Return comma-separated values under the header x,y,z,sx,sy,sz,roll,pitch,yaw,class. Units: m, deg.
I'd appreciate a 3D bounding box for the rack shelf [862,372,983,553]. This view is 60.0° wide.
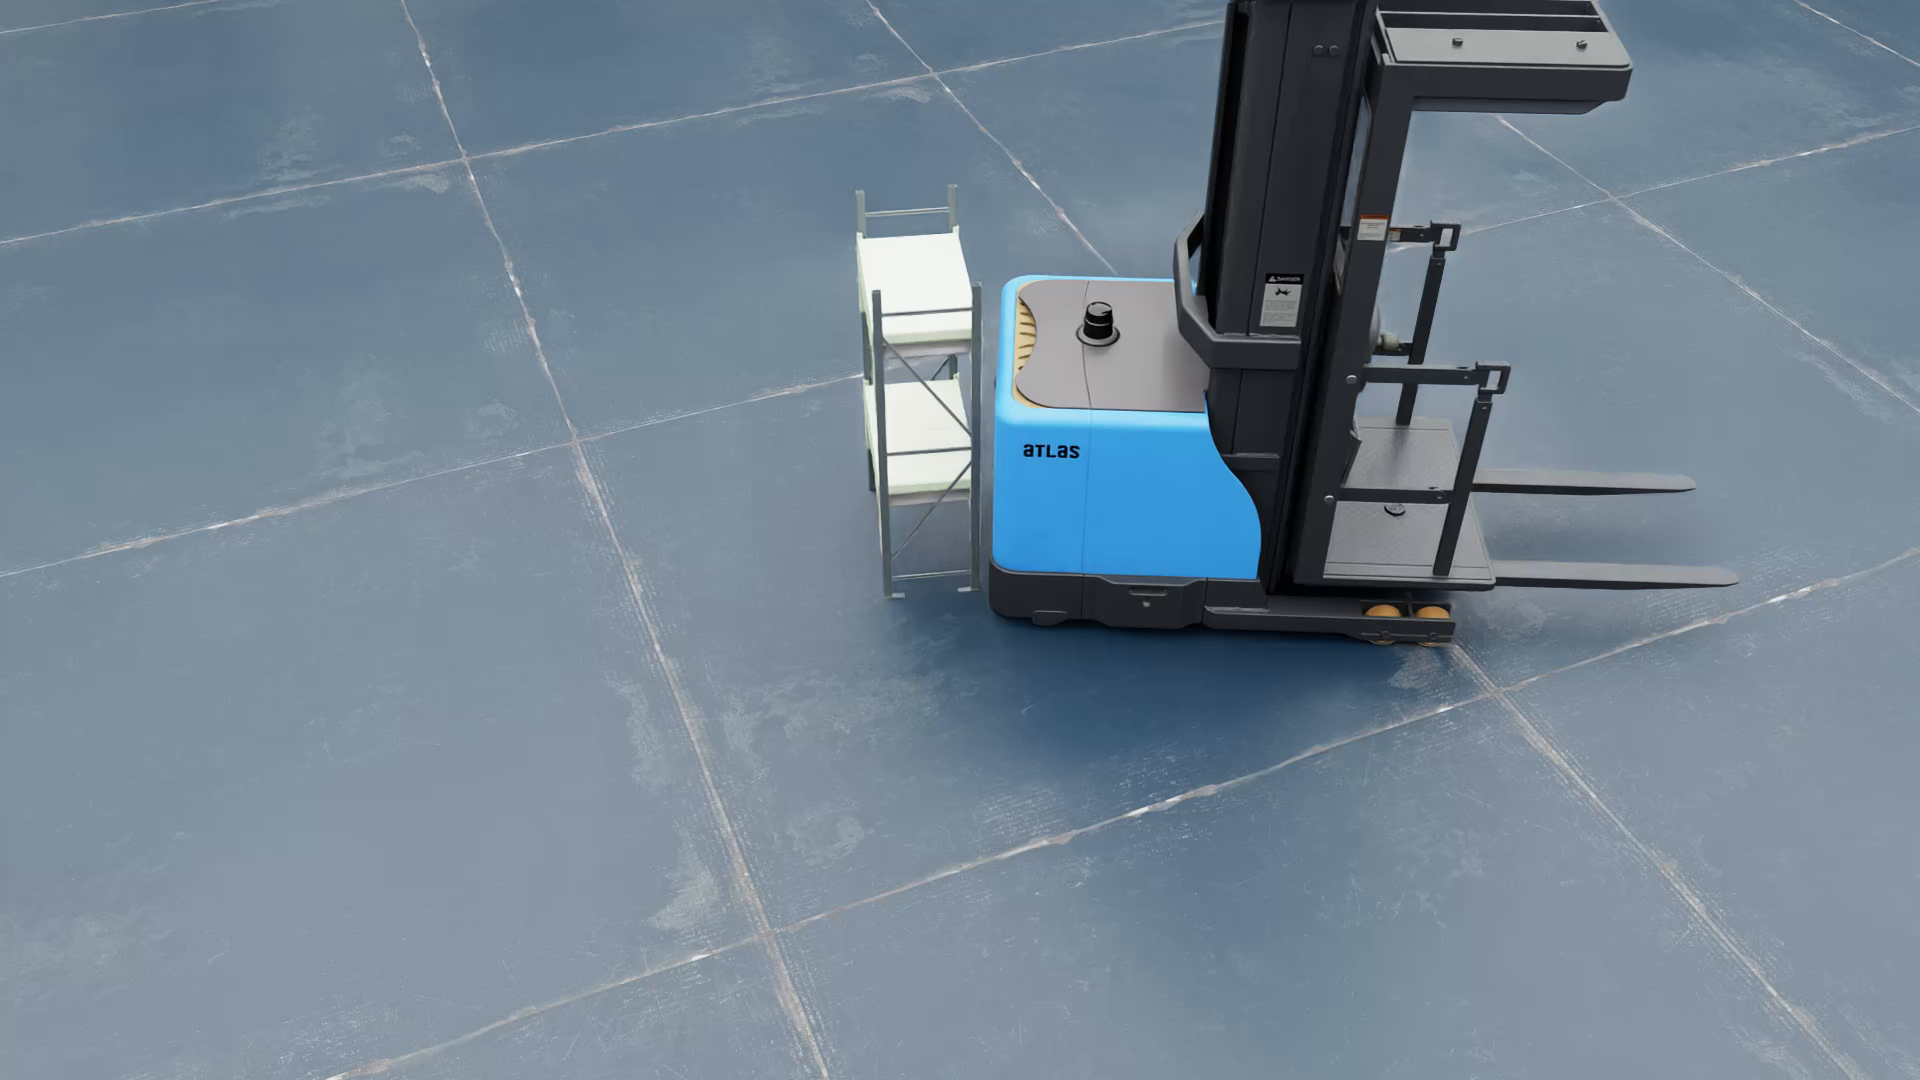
x,y,z,sx,sy,sz,roll,pitch,yaw,class
-0.166,-0.333,6.987,0.431,0.370,0.720,-5,41,-5,rack shelf

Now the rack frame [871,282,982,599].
x,y,z,sx,sy,sz,roll,pitch,yaw,class
-0.120,-0.344,6.499,0.400,1.500,0.023,-5,41,-5,rack frame

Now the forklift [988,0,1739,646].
x,y,z,sx,sy,sz,roll,pitch,yaw,class
1.652,-1.038,6.209,3.031,2.935,1.130,2,41,2,forklift

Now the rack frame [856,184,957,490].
x,y,z,sx,sy,sz,roll,pitch,yaw,class
-0.212,-0.817,7.050,0.400,1.500,0.023,-5,41,-5,rack frame

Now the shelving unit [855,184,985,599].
x,y,z,sx,sy,sz,roll,pitch,yaw,class
-0.166,-0.580,6.775,0.431,1.500,0.755,-5,41,-5,shelving unit

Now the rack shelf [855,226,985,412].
x,y,z,sx,sy,sz,roll,pitch,yaw,class
-0.166,-0.876,6.520,0.431,0.370,0.720,-5,41,-5,rack shelf
